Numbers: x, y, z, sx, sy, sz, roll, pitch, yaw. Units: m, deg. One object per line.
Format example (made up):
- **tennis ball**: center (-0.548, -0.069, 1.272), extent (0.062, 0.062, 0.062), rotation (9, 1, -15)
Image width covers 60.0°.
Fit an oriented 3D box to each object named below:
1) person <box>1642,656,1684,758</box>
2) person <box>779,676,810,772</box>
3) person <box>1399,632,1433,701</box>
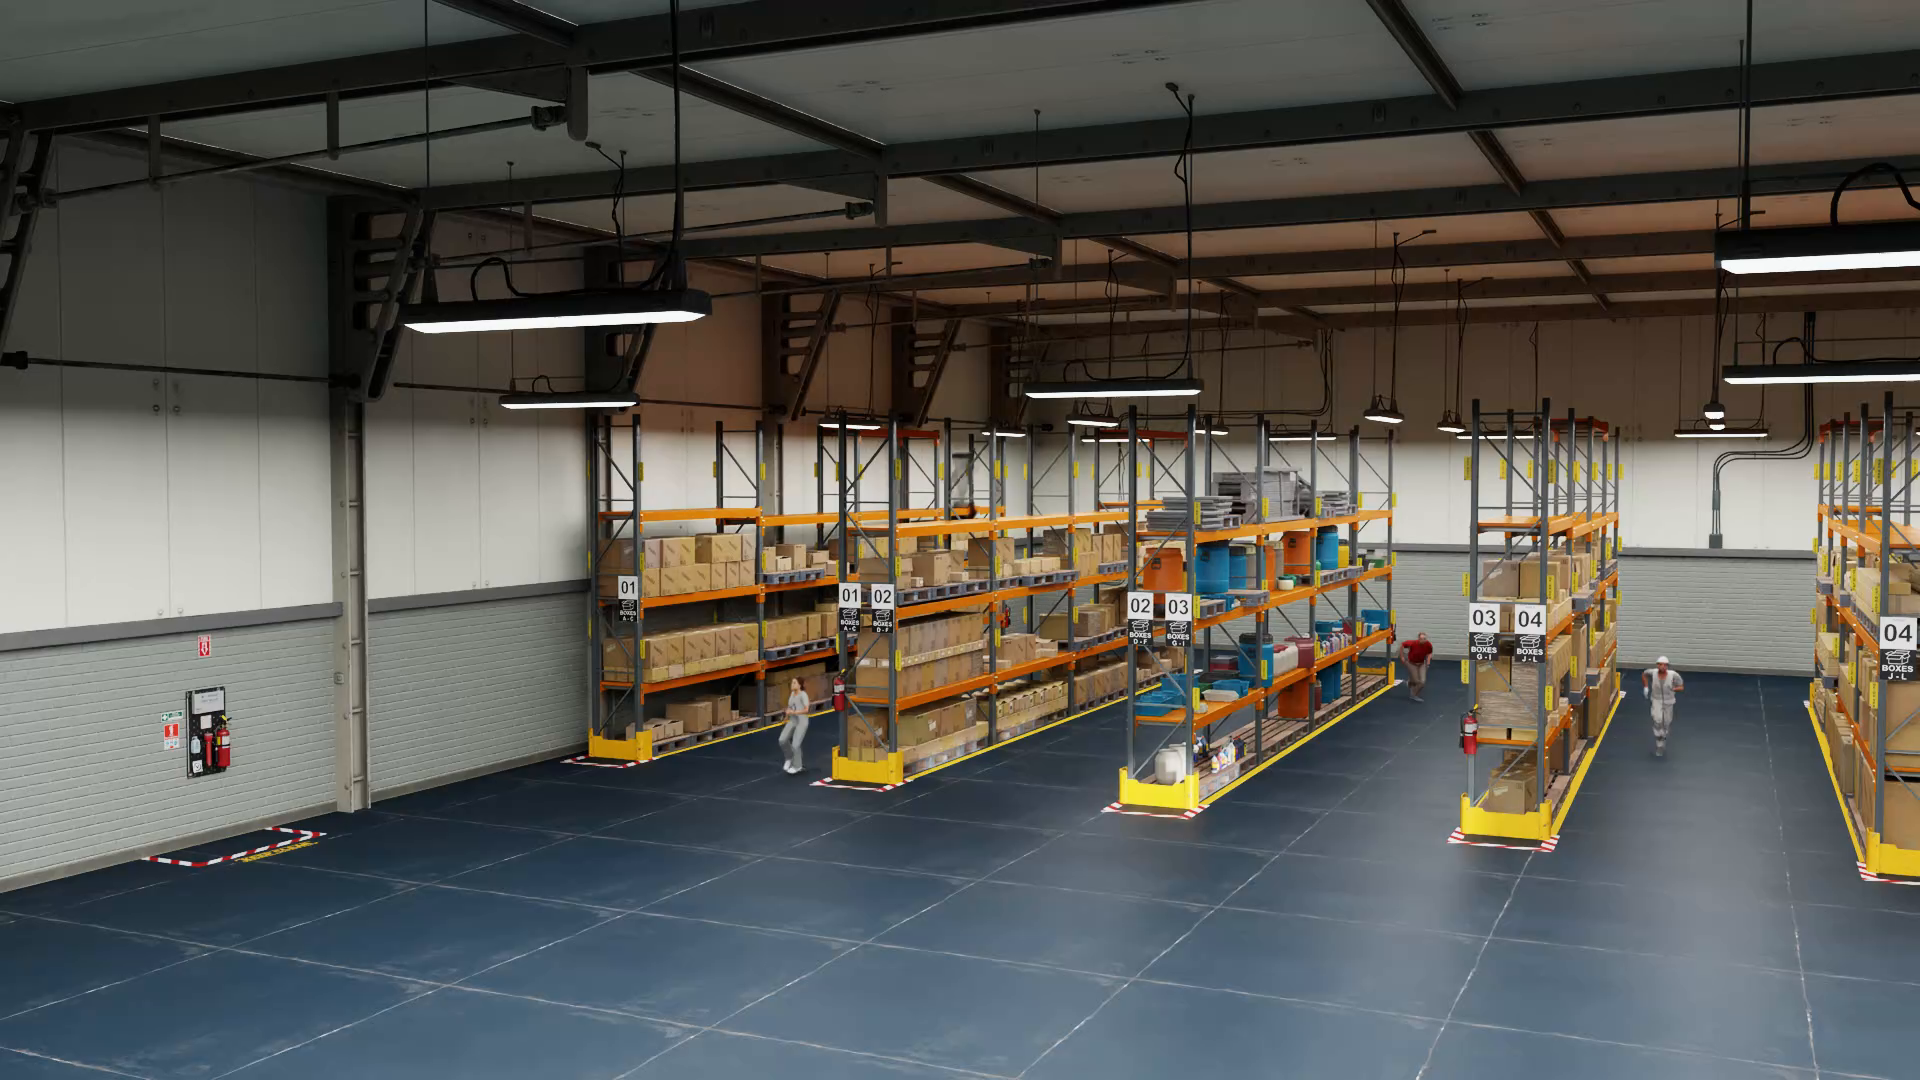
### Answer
- **person**: center (12.416, 2.921, 29.392), extent (0.649, 1.784, 0.974), rotation (1, 2, 18)
- **person**: center (-2.734, 3.062, 27.511), extent (0.638, 1.617, 0.590), rotation (1, 3, 29)
- **person**: center (9.907, 2.754, 36.139), extent (0.689, 1.540, 0.844), rotation (0, 2, -4)
